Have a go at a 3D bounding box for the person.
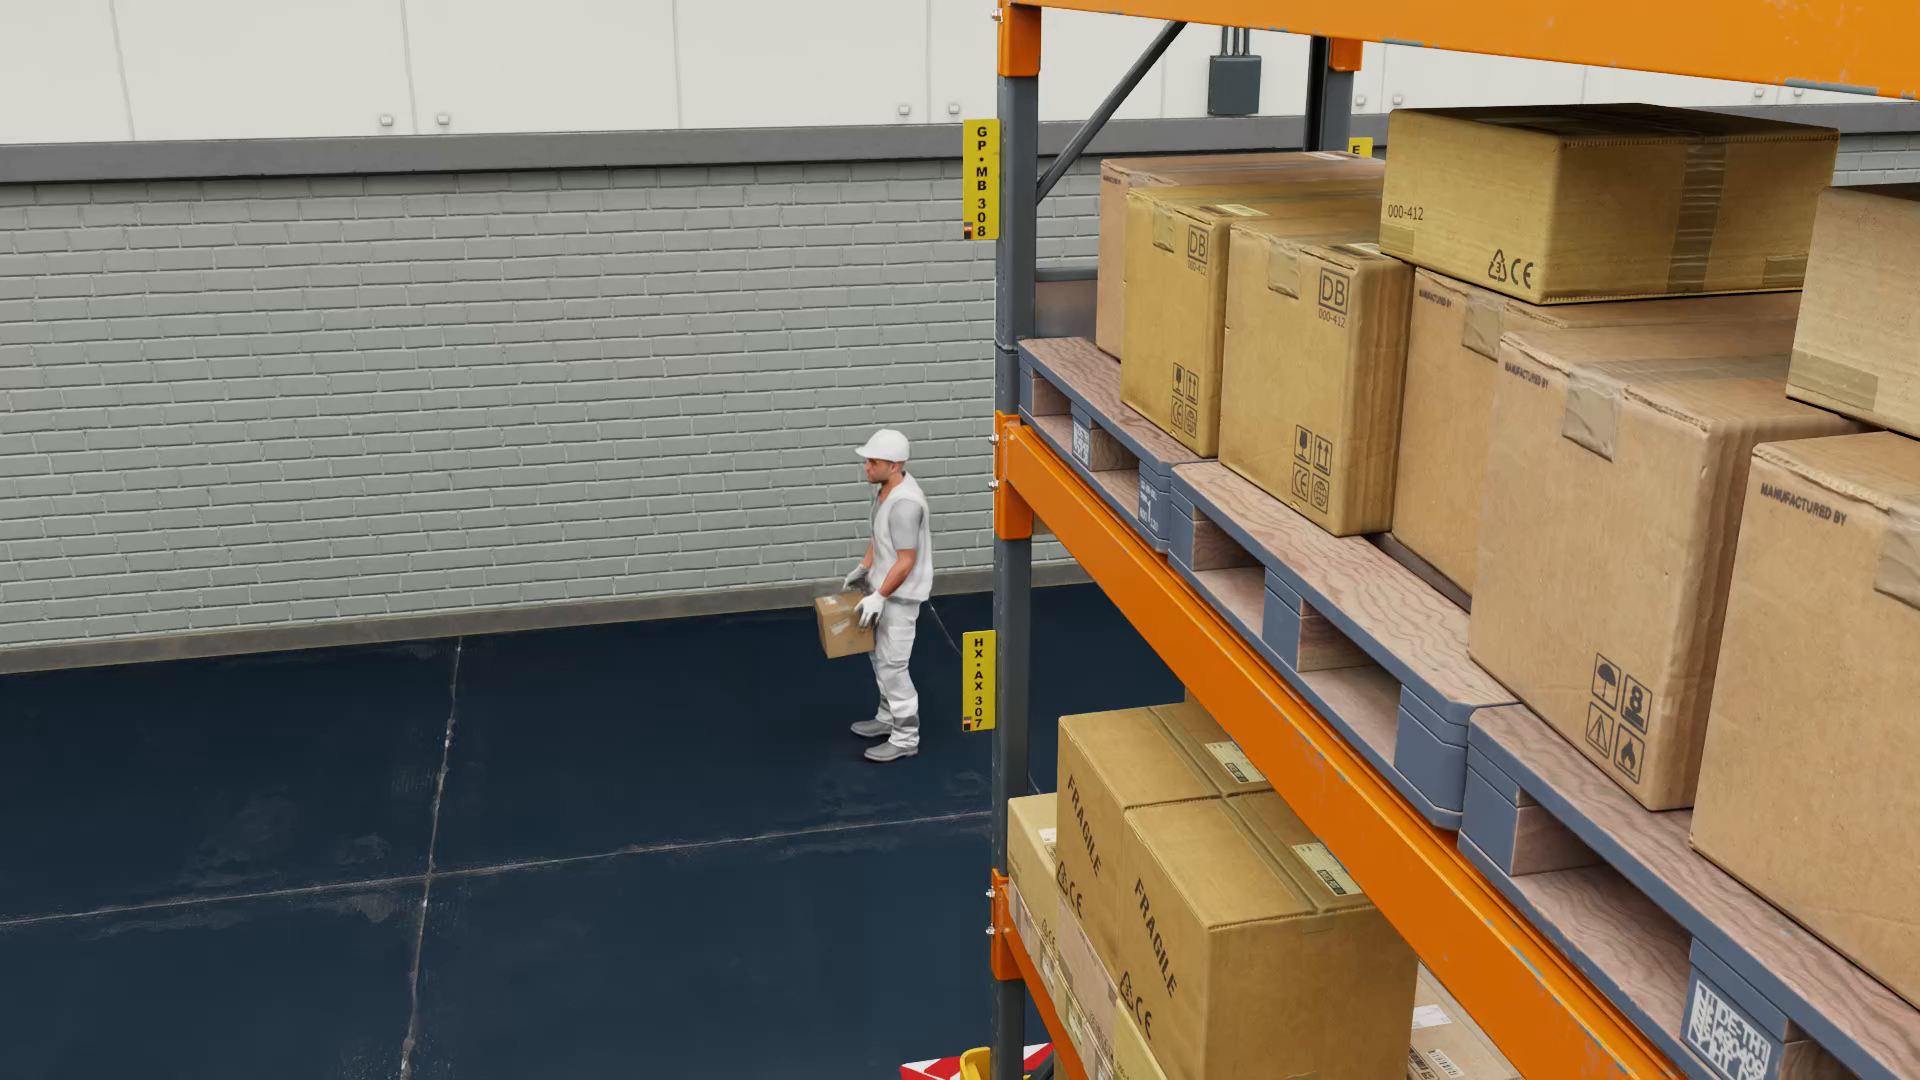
[{"bbox_3d":[-0.373,0.283,8.730,0.437,1.789,0.539,-5,20,-14],"label":"person"}]
